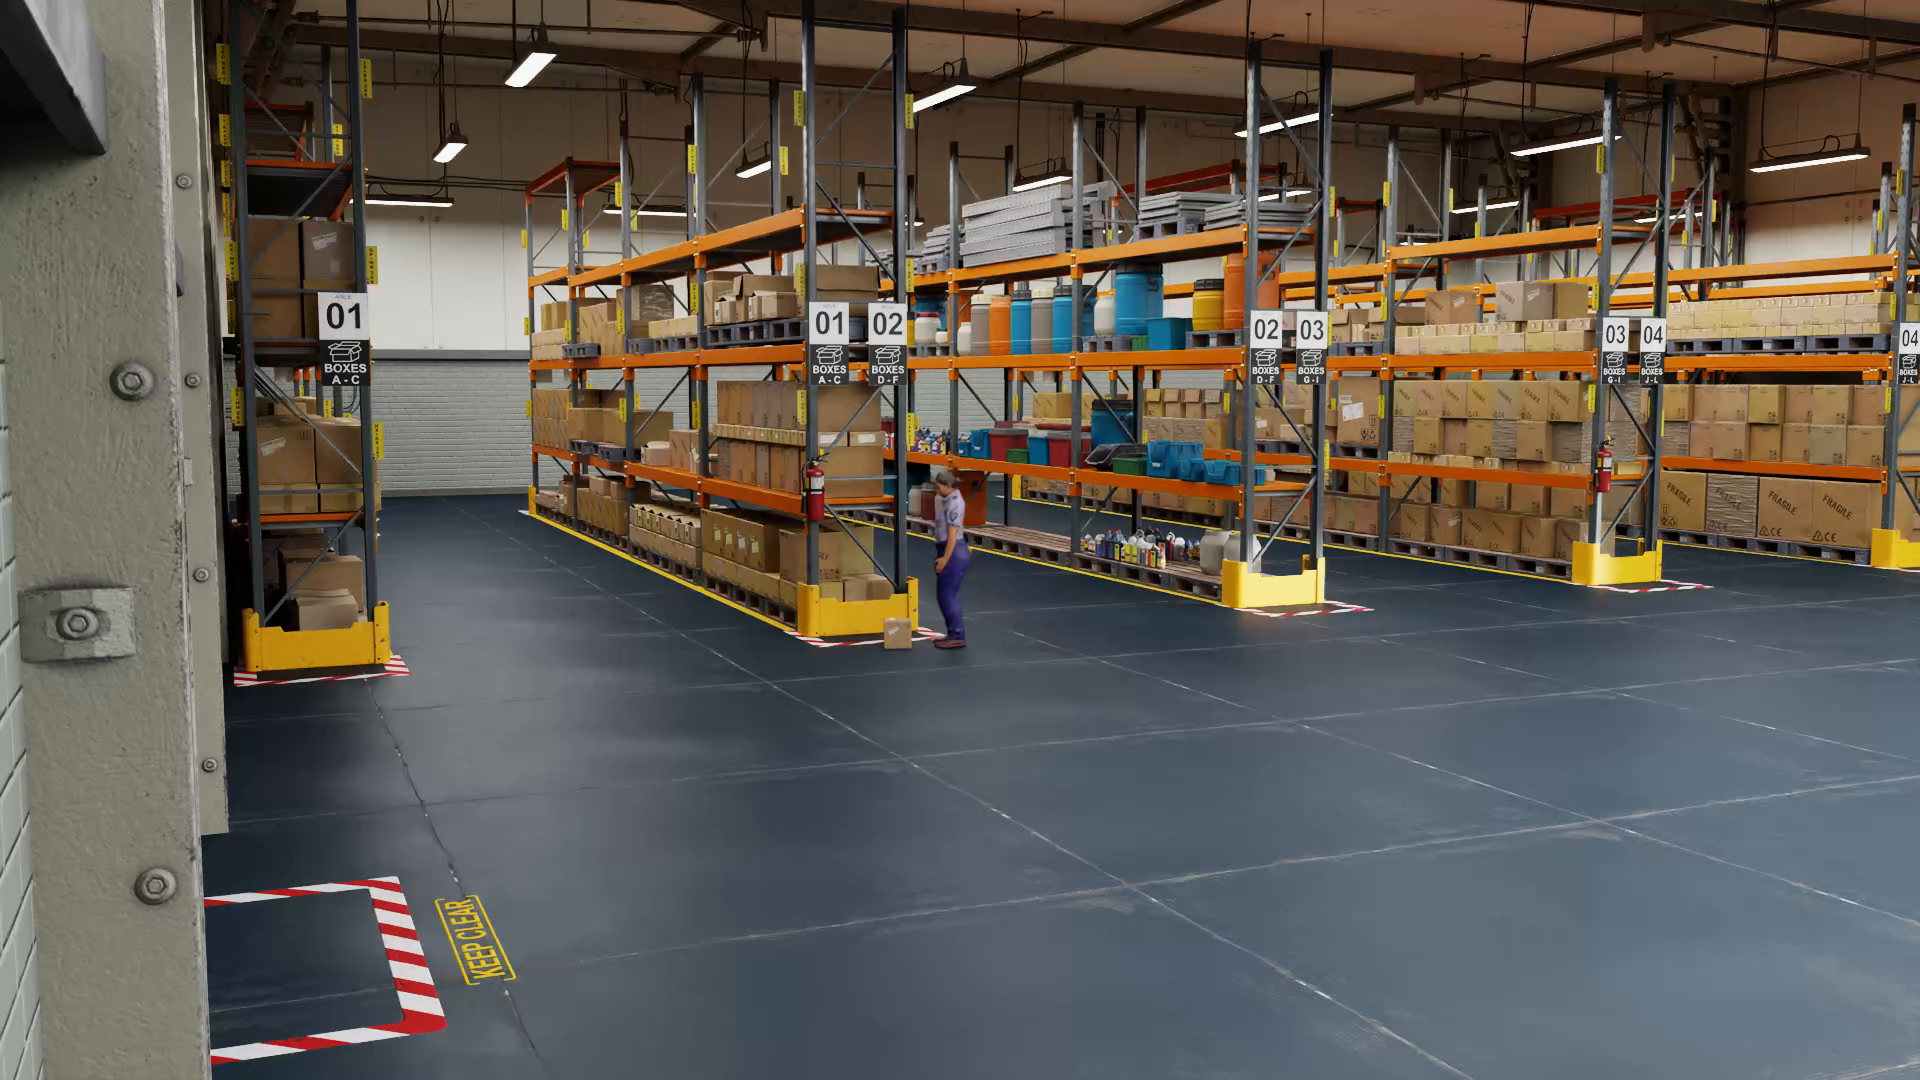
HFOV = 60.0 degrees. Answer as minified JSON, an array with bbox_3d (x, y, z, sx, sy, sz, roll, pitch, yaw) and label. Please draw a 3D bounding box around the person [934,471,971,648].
[{"bbox_3d":[-0.072,0.177,15.390,0.349,1.631,0.483,0,6,-2],"label":"person"}]
